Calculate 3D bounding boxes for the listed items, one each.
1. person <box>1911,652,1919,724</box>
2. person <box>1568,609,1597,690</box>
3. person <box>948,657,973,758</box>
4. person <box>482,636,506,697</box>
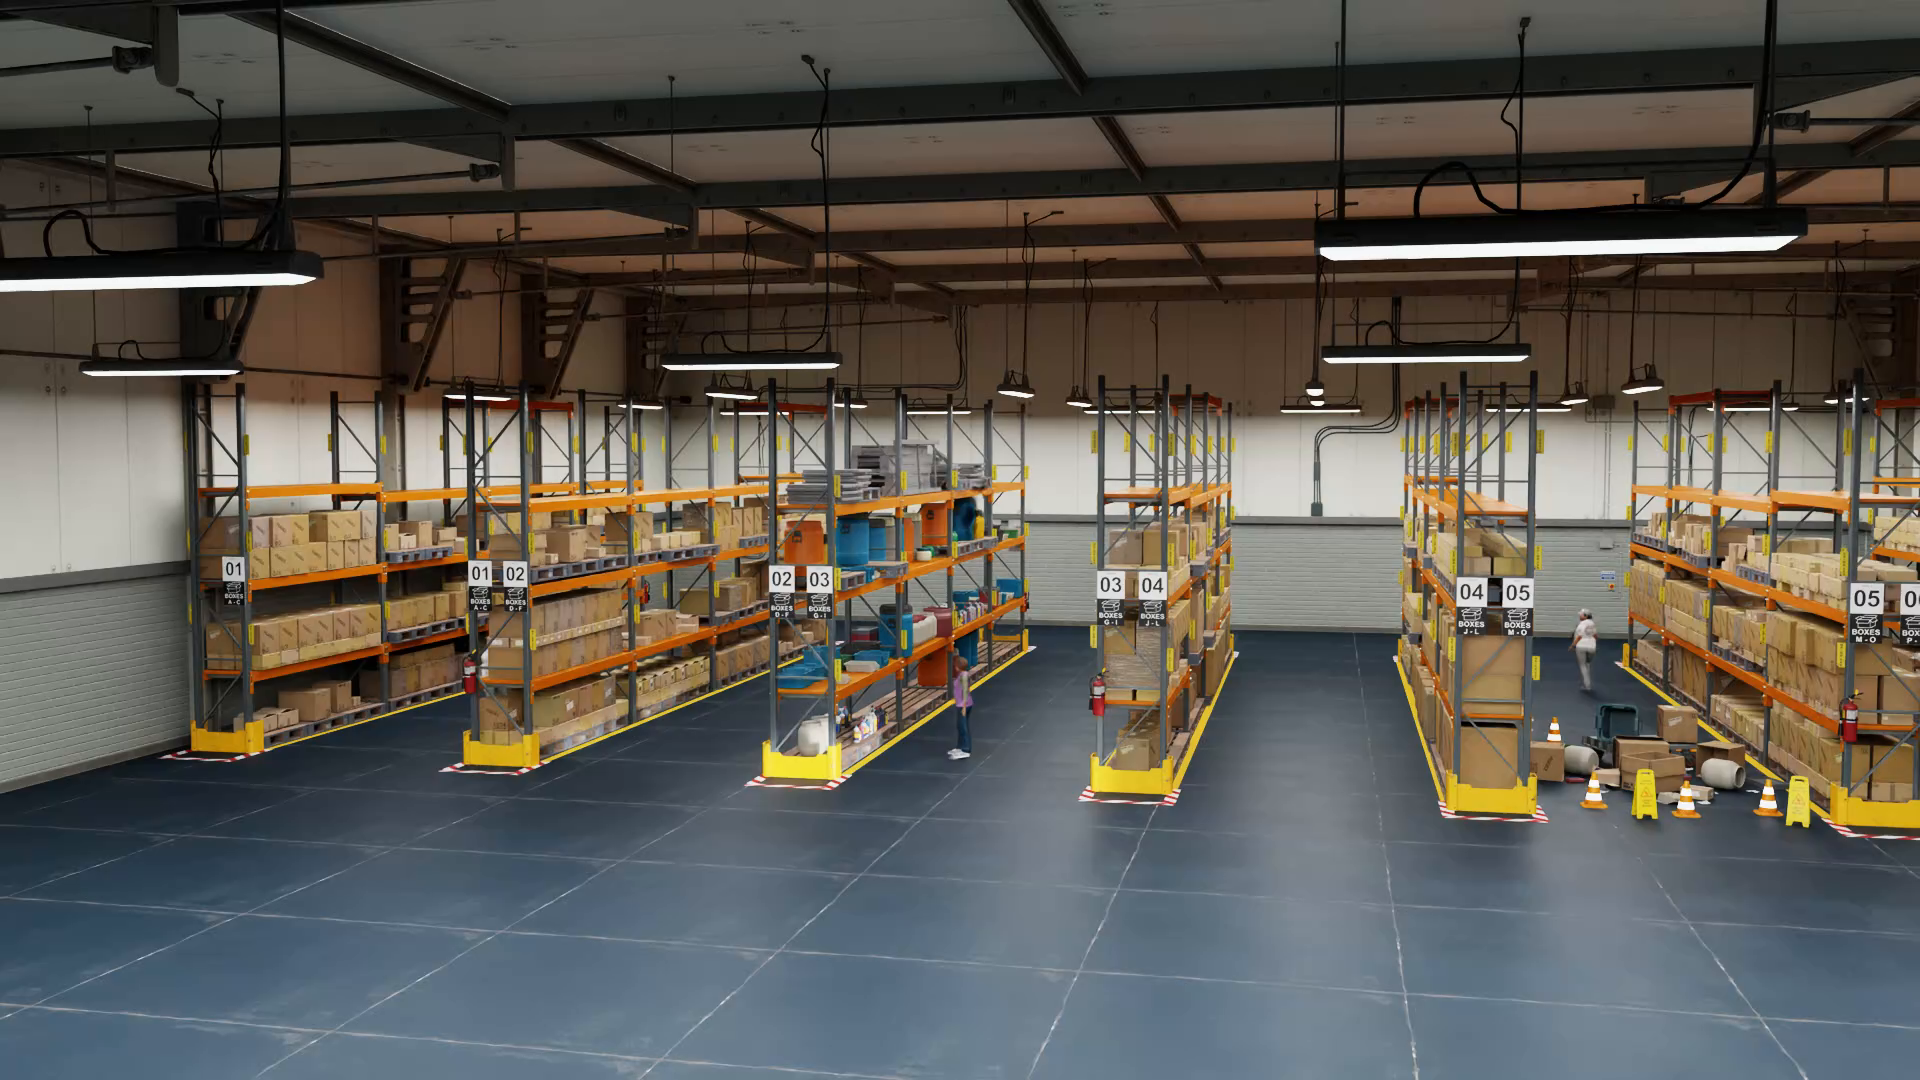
[{"bbox_3d":[15.264,2.665,26.223,0.752,1.785,0.622,1,3,9],"label":"person"},{"bbox_3d":[12.702,2.237,33.875,0.565,1.689,0.731,0,3,-7],"label":"person"},{"bbox_3d":[0.004,2.671,26.641,0.389,1.601,0.466,-1,3,-9],"label":"person"},{"bbox_3d":[-8.210,2.513,29.242,0.328,1.729,0.536,1,4,25],"label":"person"}]
